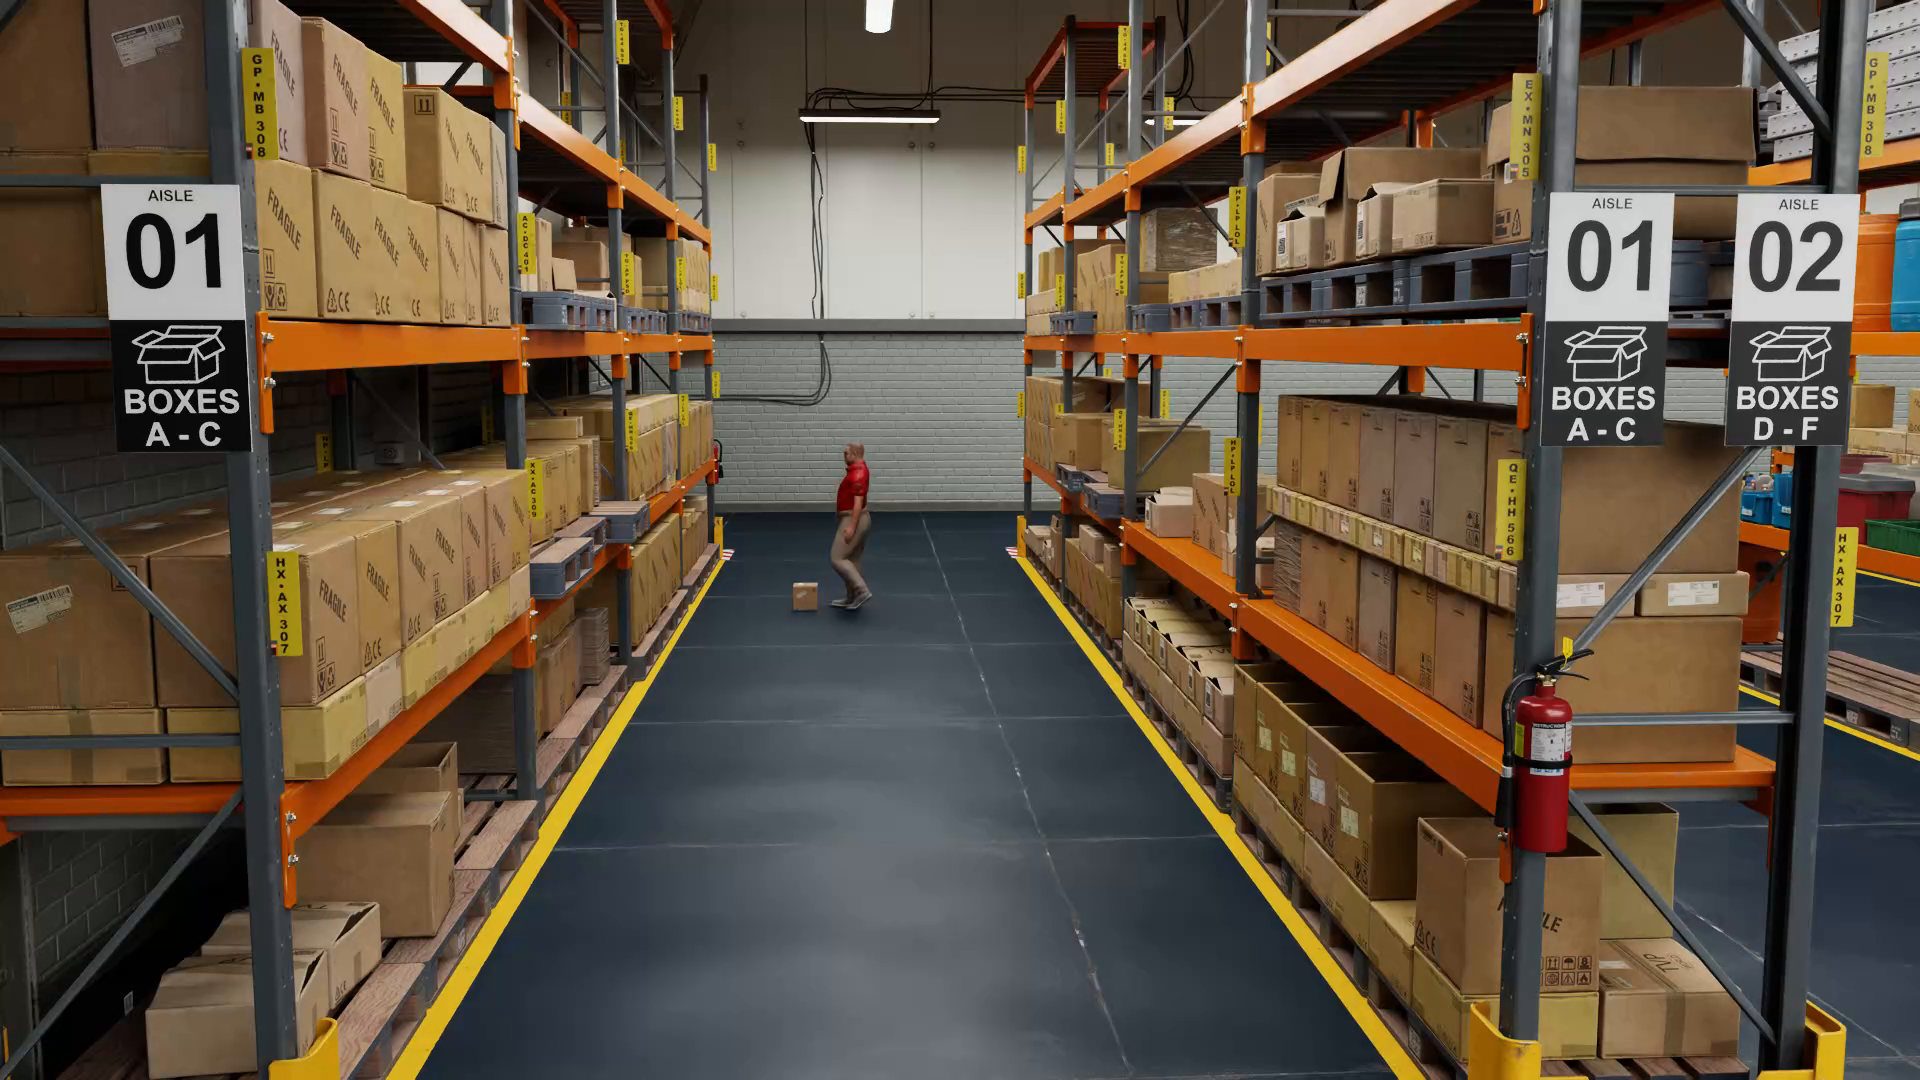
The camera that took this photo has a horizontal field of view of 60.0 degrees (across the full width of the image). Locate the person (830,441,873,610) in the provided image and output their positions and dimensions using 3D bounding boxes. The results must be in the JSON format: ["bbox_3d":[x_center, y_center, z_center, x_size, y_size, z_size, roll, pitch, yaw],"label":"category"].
[{"bbox_3d":[-1.125,-0.155,17.102,0.450,1.722,0.563,0,7,4],"label":"person"}]
